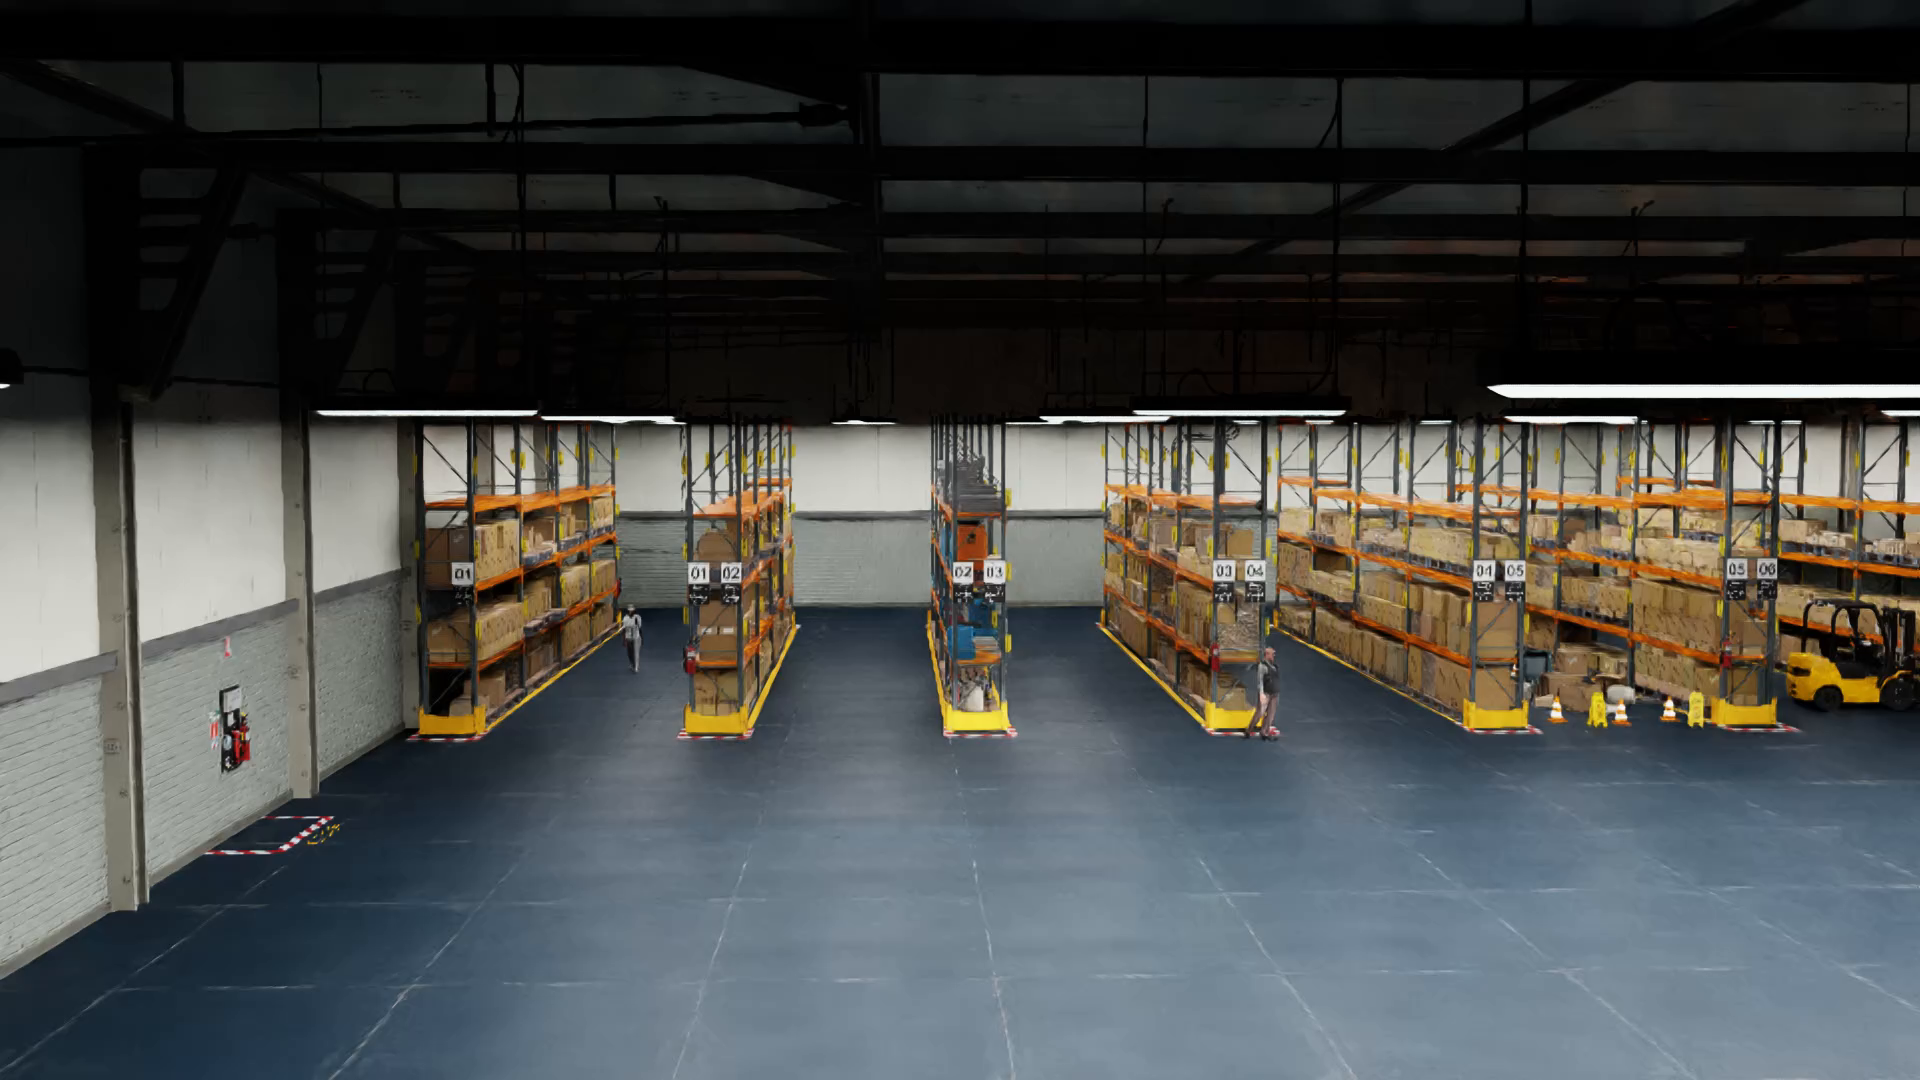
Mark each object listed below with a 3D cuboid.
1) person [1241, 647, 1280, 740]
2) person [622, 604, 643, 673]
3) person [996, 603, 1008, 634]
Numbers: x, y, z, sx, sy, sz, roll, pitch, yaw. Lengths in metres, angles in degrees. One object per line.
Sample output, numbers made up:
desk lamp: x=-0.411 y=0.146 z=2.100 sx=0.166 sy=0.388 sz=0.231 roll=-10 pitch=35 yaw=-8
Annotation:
person: x=5.492 y=2.806 z=30.313 sx=0.728 sy=1.713 sz=0.516 roll=-4 pitch=5 yaw=-44
person: x=-7.637 y=2.275 z=38.740 sx=0.455 sy=1.585 sz=1.089 roll=0 pitch=4 yaw=-5
person: x=0.989 y=1.930 z=44.302 sx=0.536 sy=1.550 sz=0.678 roll=-2 pitch=4 yaw=-26
